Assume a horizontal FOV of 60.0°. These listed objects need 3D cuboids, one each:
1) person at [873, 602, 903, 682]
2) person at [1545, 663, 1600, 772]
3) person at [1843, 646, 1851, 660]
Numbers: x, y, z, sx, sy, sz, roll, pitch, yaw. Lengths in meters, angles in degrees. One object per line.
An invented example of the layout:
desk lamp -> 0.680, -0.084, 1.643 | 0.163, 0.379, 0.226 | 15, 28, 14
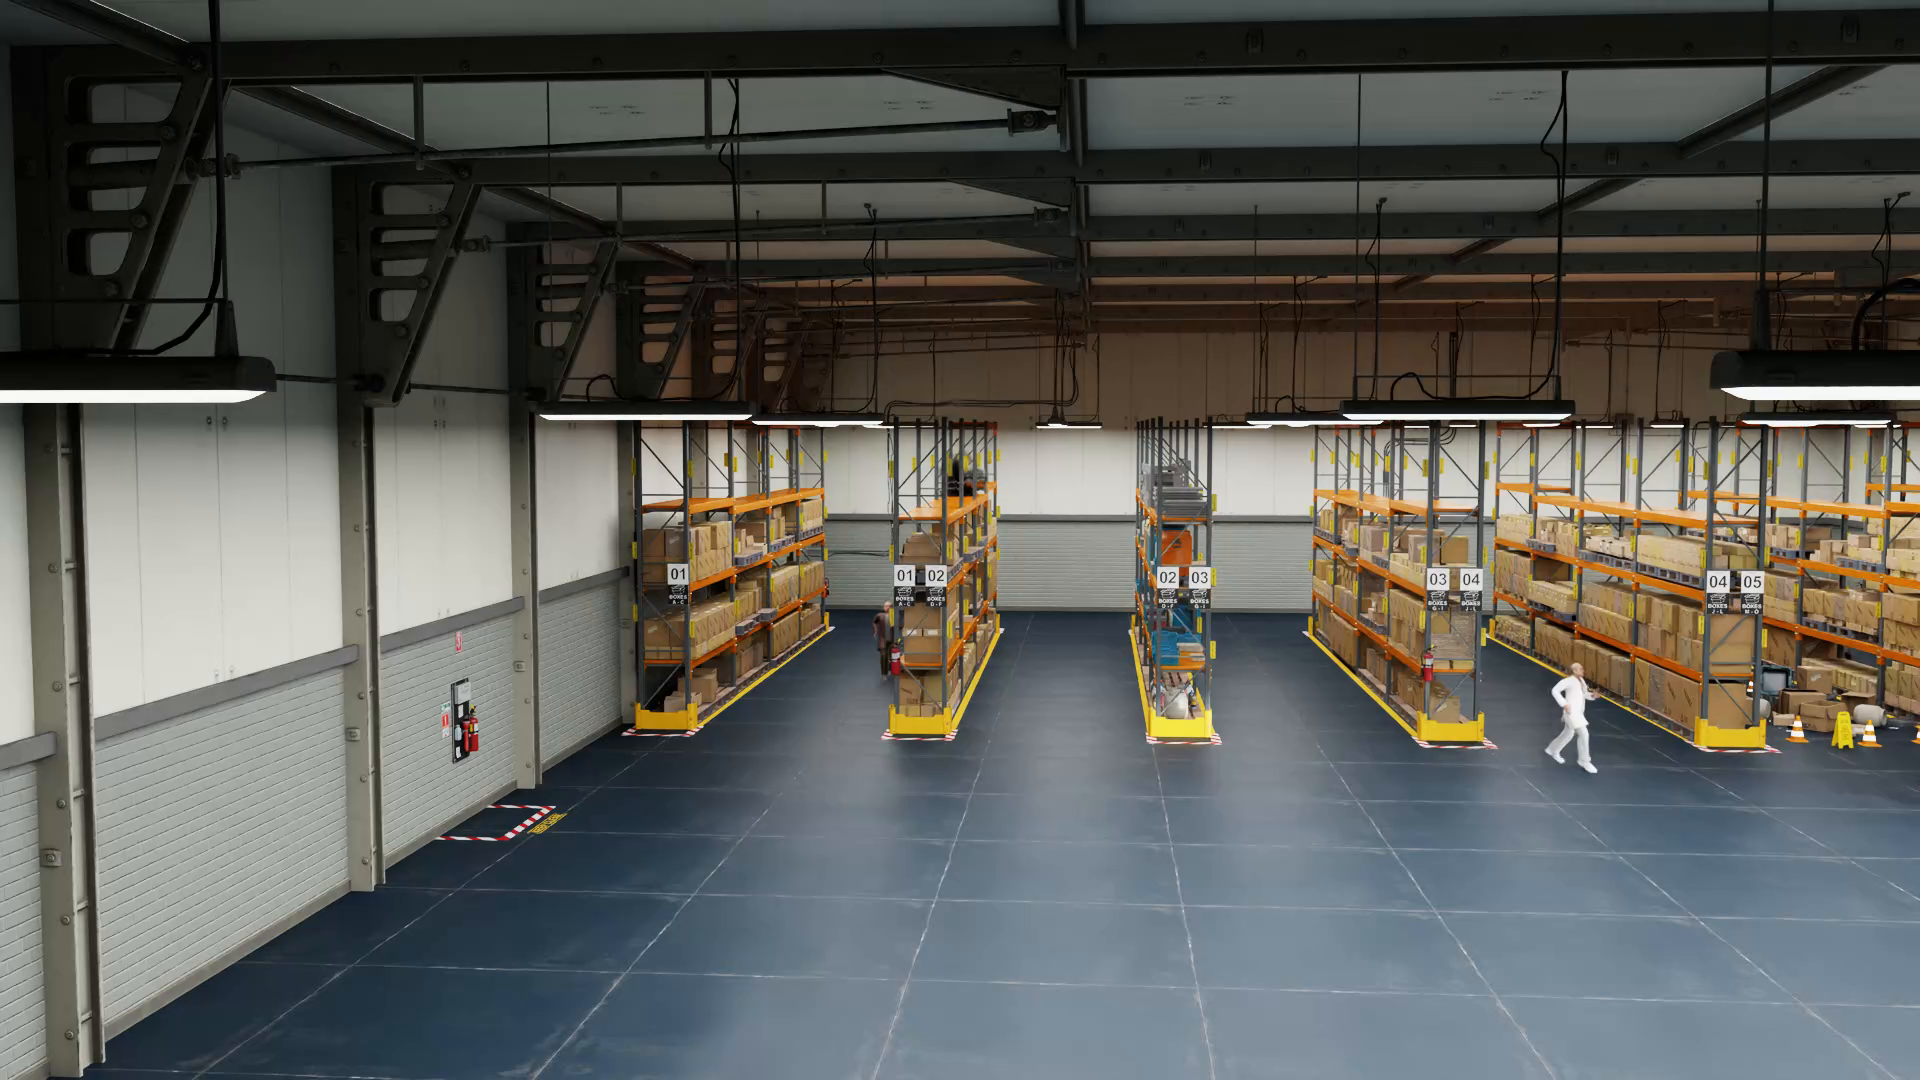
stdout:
person -> -1.659, 2.309, 38.212 | 0.695, 1.780, 1.046 | 0, 4, -3
person -> 10.372, 2.991, 28.253 | 0.961, 1.831, 0.720 | 3, 5, 41
person -> 21.578, 2.192, 40.896 | 0.665, 1.757, 0.945 | 1, 4, 12
